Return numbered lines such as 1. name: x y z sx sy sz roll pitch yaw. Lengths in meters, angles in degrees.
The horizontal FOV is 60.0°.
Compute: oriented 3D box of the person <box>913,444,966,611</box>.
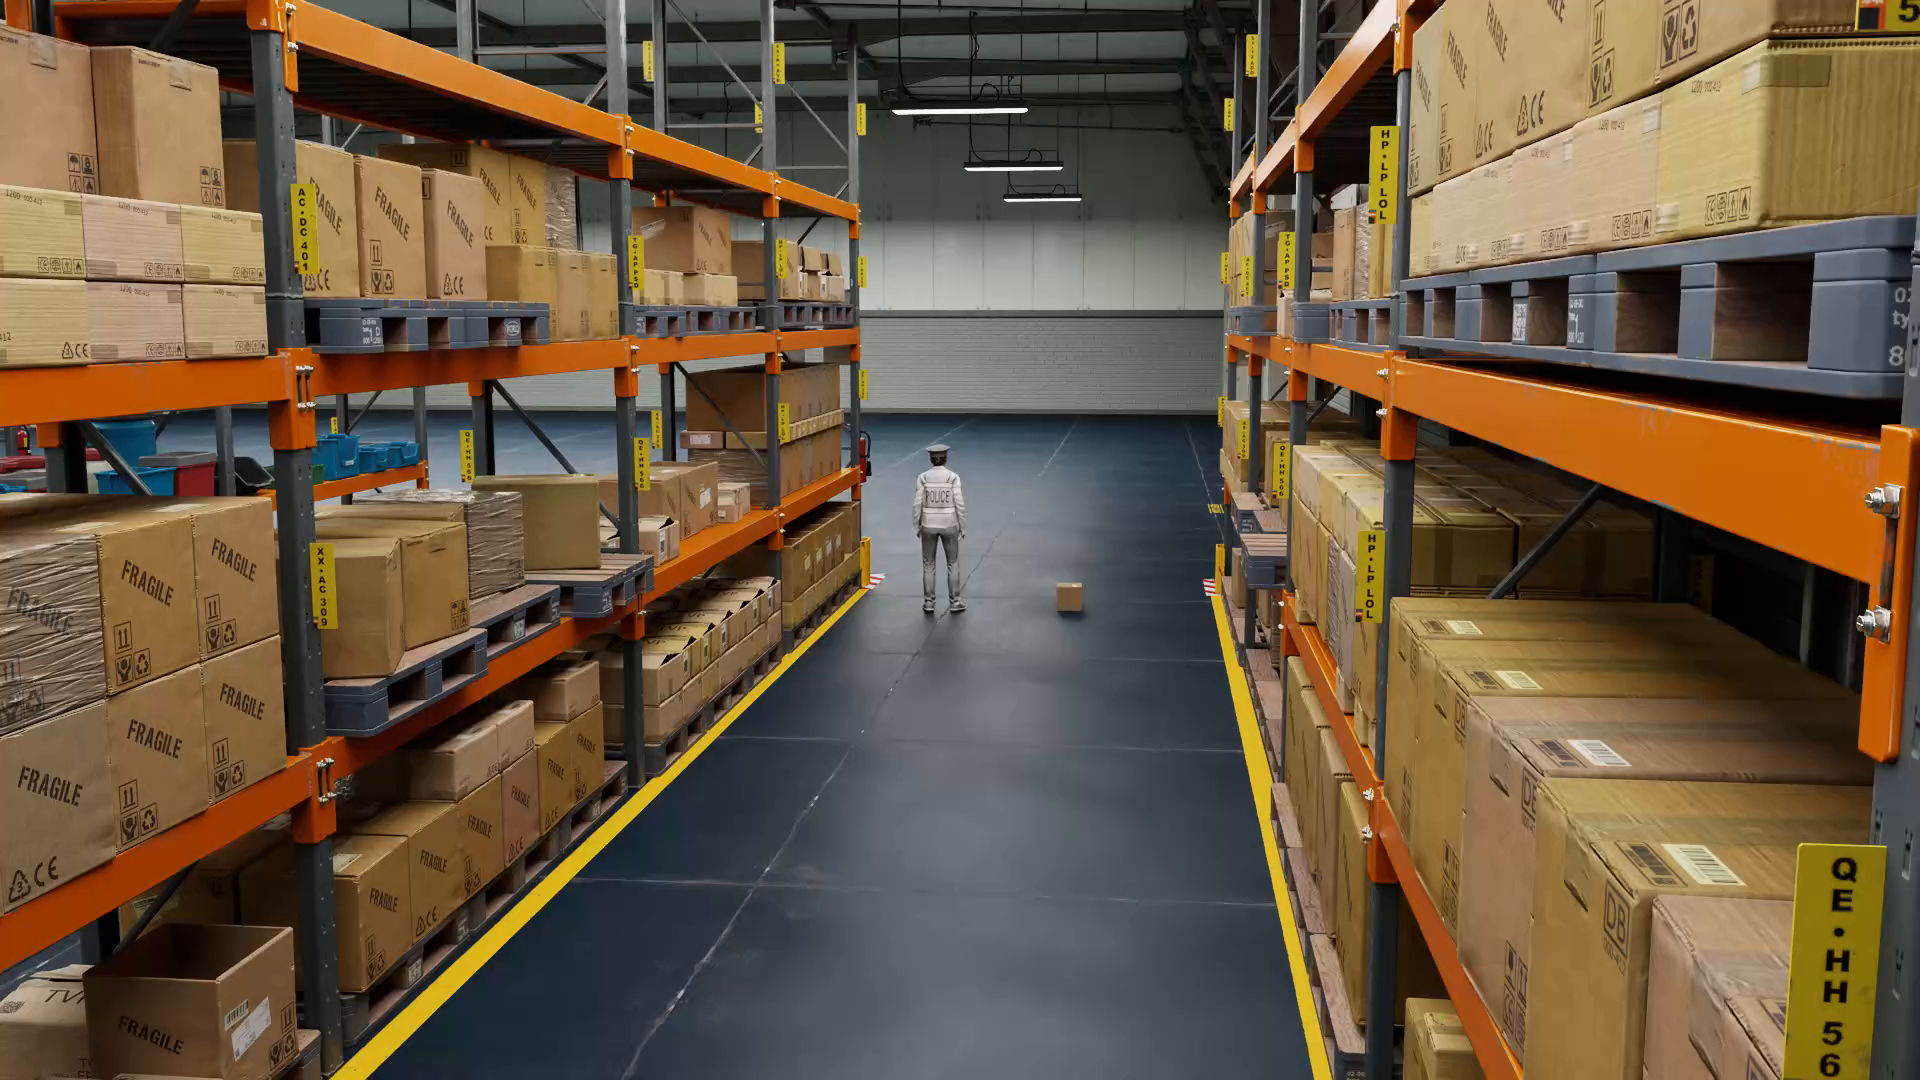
1. person: -0.204 -0.114 16.626 0.530 1.663 0.371 1 8 6
